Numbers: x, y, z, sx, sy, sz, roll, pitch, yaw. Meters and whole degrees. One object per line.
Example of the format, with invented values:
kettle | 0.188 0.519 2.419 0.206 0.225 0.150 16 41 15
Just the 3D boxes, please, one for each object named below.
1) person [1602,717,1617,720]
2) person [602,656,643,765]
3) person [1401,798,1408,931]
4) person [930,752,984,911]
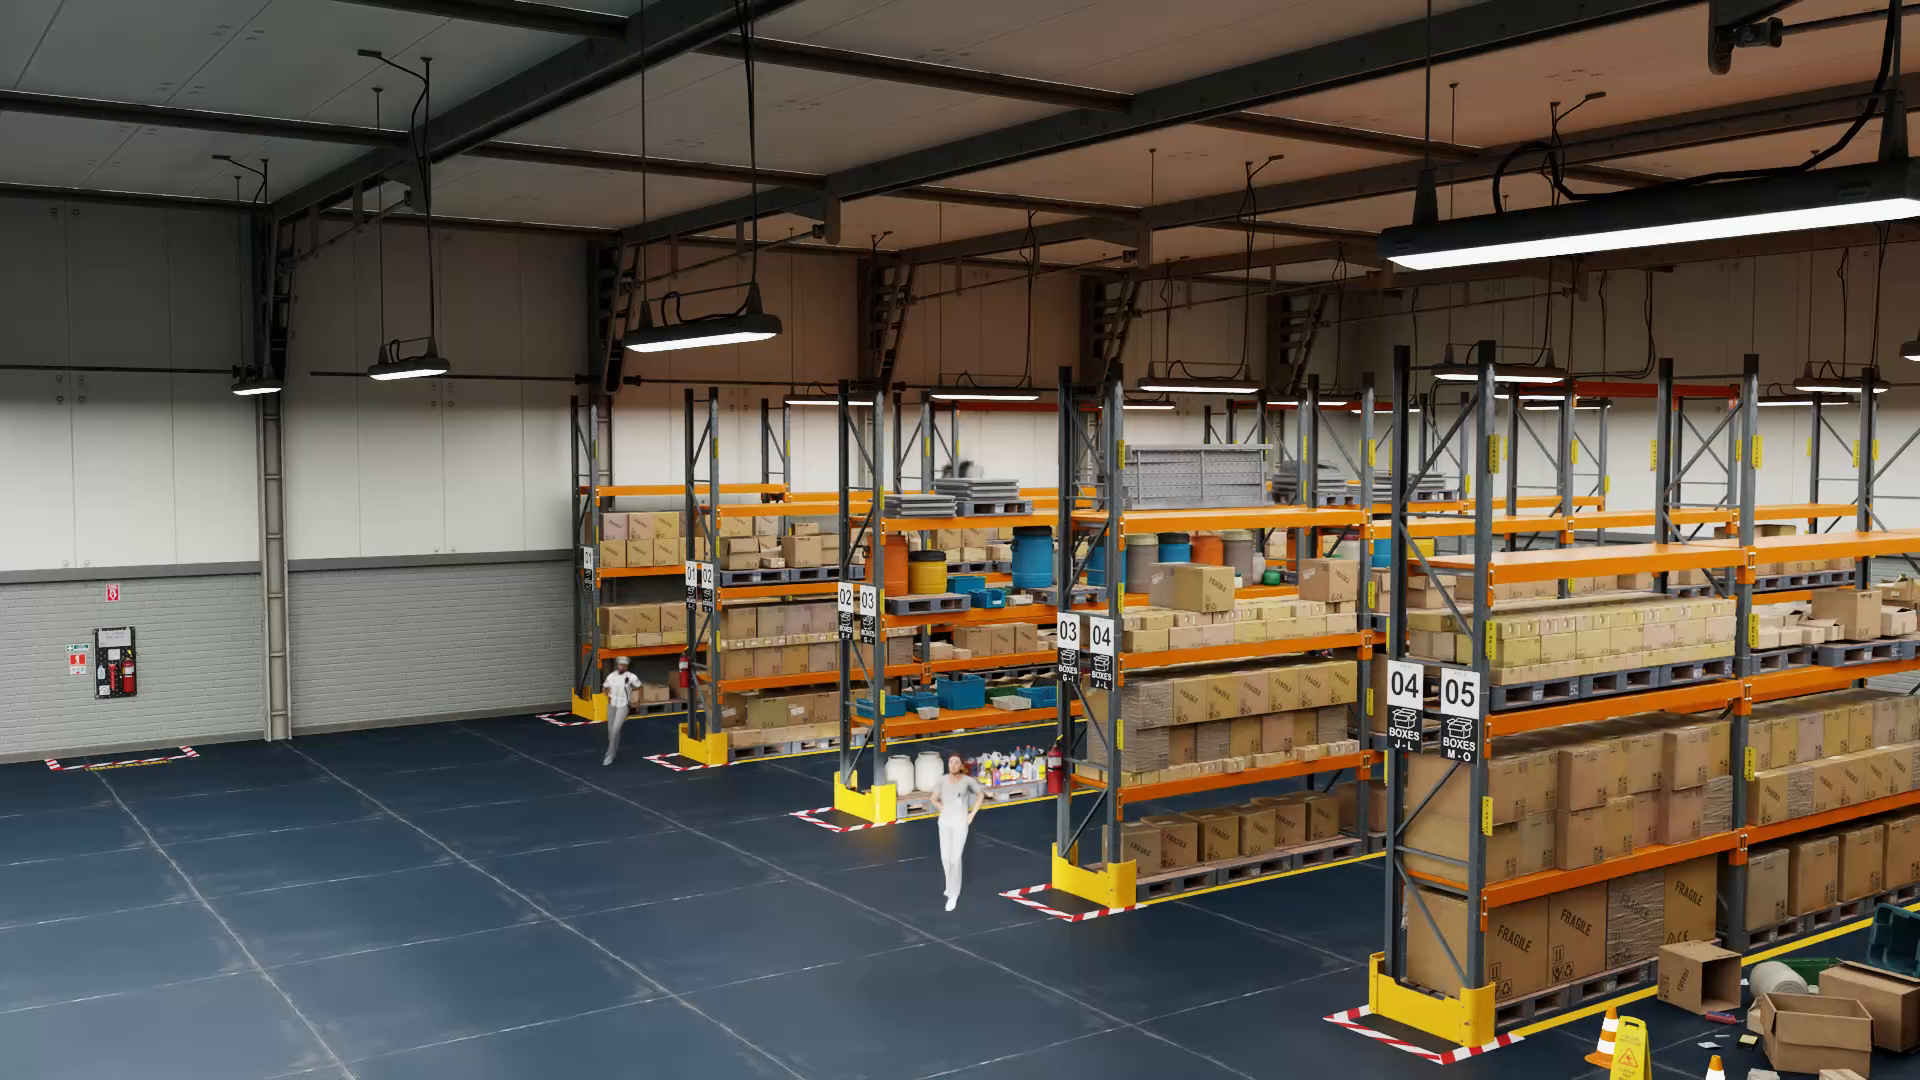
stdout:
person | 8.150 3.044 20.932 0.605 1.718 0.696 -3 5 -41
person | -5.472 2.716 26.765 0.653 1.699 0.772 1 3 9
person | 4.897 3.301 17.666 0.523 1.647 0.739 3 5 40
person | -0.062 3.213 18.512 0.570 1.715 0.650 1 4 20
